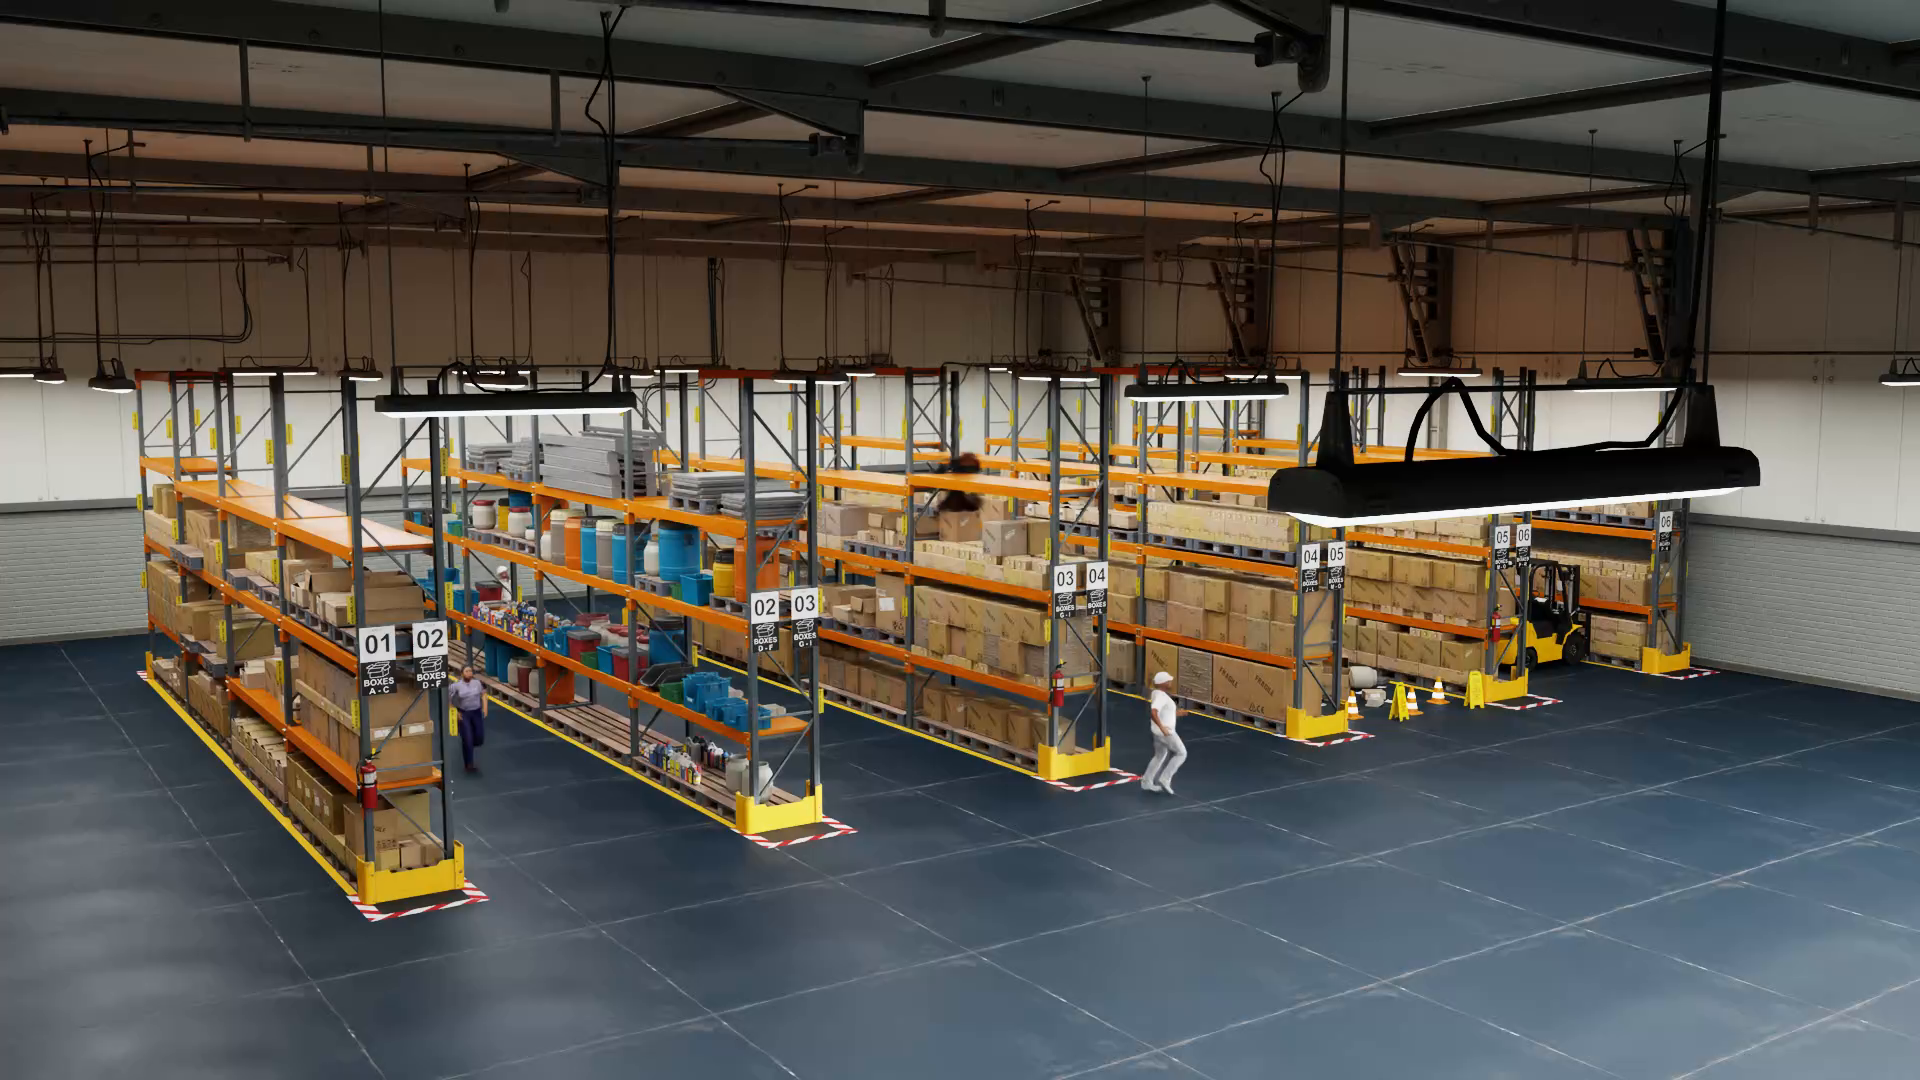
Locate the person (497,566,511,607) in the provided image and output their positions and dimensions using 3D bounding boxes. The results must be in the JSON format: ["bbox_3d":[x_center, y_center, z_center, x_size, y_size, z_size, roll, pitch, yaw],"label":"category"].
[{"bbox_3d":[-9.794,1.400,36.276,0.551,1.697,0.698,2,7,19],"label":"person"}]

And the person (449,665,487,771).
[{"bbox_3d":[-7.514,2.678,25.328,0.648,1.596,0.649,-5,8,-40],"label":"person"}]

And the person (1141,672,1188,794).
[{"bbox_3d":[2.952,2.768,23.872,0.701,1.772,0.677,-1,7,-11],"label":"person"}]
